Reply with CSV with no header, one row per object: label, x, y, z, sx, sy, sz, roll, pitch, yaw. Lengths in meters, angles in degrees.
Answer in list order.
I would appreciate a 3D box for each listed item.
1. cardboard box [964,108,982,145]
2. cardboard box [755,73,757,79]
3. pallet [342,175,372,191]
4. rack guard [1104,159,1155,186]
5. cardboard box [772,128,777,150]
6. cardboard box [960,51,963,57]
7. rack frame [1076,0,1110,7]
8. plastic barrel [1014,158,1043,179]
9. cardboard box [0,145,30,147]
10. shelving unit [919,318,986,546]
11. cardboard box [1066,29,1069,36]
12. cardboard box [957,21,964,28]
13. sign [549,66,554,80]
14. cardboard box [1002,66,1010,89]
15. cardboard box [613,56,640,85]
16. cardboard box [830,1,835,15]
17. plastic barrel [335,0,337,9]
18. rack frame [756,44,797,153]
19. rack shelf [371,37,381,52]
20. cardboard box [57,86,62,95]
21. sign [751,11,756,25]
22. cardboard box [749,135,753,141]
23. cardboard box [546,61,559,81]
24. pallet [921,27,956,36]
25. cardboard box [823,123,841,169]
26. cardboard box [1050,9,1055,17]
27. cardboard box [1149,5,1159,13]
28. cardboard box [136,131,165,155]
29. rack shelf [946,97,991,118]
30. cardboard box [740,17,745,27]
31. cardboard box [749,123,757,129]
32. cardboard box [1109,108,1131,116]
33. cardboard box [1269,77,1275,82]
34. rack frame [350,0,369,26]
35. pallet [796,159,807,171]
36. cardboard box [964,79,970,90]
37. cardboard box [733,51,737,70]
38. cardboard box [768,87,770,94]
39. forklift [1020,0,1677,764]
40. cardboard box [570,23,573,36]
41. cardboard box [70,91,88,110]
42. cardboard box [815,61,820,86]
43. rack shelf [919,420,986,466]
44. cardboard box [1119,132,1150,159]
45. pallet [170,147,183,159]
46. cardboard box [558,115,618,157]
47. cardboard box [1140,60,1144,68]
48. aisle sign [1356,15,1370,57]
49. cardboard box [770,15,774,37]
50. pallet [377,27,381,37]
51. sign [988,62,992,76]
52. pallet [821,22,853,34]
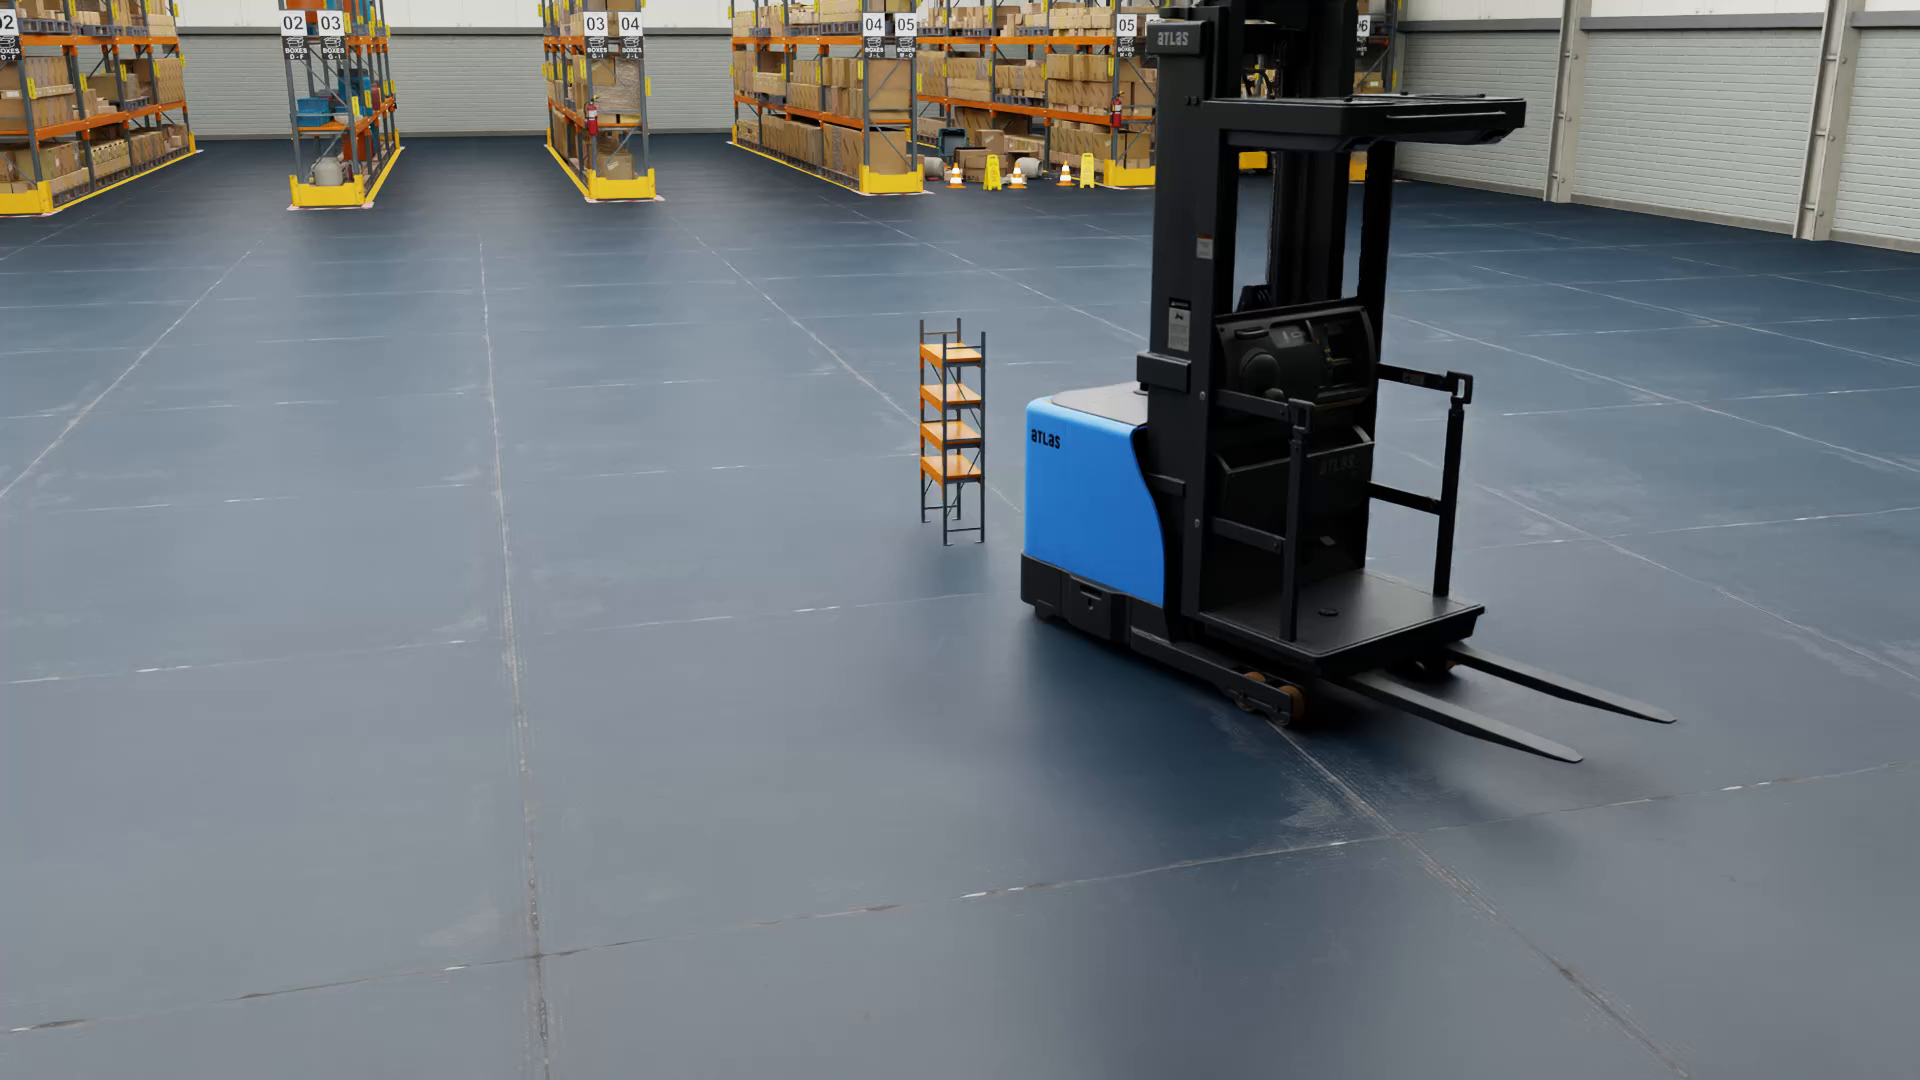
cardboard box,0.641,-10.494,42.136,0.875,0.875,0.875,-4,17,-14
cardboard box,-4.845,-11.449,41.026,0.380,0.149,0.250,-4,17,-14
pallet,-11.810,-6.812,31.763,1.003,0.211,1.213,-5,17,-15
rack guard,3.415,-7.229,32.650,1.175,0.500,0.348,-5,17,-15
cardboard box,-4.227,-9.653,39.989,0.500,0.500,0.500,-6,18,-18
cardboard box,0.215,-12.739,43.609,0.380,0.149,0.250,-4,17,-14
rack frame,3.810,-16.098,47.401,1.000,3.000,0.127,-5,17,-15
plastic barrel,1.412,-7.623,34.094,0.512,0.421,0.421,7,18,23
cardboard box,-16.477,-6.622,29.028,0.500,0.500,0.500,-5,17,-15
shelving unit,-0.045,-0.620,9.432,0.258,1.200,0.503,-5,17,-15
cardboard box,2.409,-10.513,34.461,0.380,0.149,0.250,-4,17,-14
cardboard box,0.149,-12.873,41.555,0.380,0.166,0.250,-6,18,-19
sign,-9.924,-11.349,40.379,0.100,0.325,0.005,-5,17,-15
cardboard box,1.288,-10.723,38.516,0.500,0.500,0.500,-4,17,-12
cardboard box,-5.982,-8.465,29.989,0.500,0.500,0.500,-5,17,-15
cardboard box,-2.251,-10.412,32.527,0.500,0.250,0.500,-5,17,-16
plastic barrel,-12.482,-10.318,32.501,0.600,0.901,0.600,0,17,0
rack frame,-4.594,-11.305,41.874,1.000,3.000,0.127,-5,17,-15
rack shelf,-13.603,-11.088,37.189,1.077,0.370,4.000,-5,17,-15
cardboard box,-16.159,-7.965,29.452,0.380,0.149,0.250,-5,17,-16
sign,-5.113,-12.944,41.219,0.100,0.325,0.005,-5,17,-15
cardboard box,-5.314,-10.509,43.449,0.380,0.149,0.250,-5,17,-15
cardboard box,-10.480,-12.185,43.243,0.500,0.500,0.500,-5,17,-17
pallet,-0.409,-13.683,44.729,1.003,0.211,1.213,-5,17,-15
cardboard box,-2.290,-8.097,34.155,0.875,0.875,0.875,-4,17,-14
cardboard box,2.109,-11.097,35.017,0.380,0.149,0.250,-5,17,-16
cardboard box,5.164,-13.875,43.509,0.396,0.266,0.258,-5,17,-15
cardboard box,-18.505,-9.059,37.975,0.500,0.500,0.500,-5,17,-16
rack shelf,0.687,-10.827,41.532,1.077,0.370,4.000,-5,17,-15
cardboard box,-5.410,-13.449,43.189,0.500,0.250,0.500,-5,18,-17
cardboard box,-5.285,-10.785,43.334,0.380,0.149,0.250,-6,18,-18
cardboard box,3.127,-8.372,32.544,0.380,0.149,0.250,-4,17,-13
cardboard box,7.015,-10.083,36.505,0.380,0.149,0.250,-4,17,-14
rack frame,-13.054,-12.316,34.812,1.000,3.000,0.127,-5,17,-15
pallet,-3.019,-8.303,36.725,1.003,0.211,1.213,-5,17,-15
cardboard box,0.412,-11.325,41.331,0.500,0.250,0.500,-5,17,-17
cardboard box,-5.825,-12.936,44.874,0.500,0.500,0.500,-5,17,-16
cardboard box,-4.350,-10.663,39.444,0.380,0.149,0.250,-5,18,-18
forklift,1.582,-0.793,6.998,1.130,2.935,3.031,-12,21,-35
cardboard box,-7.315,-9.948,32.403,0.500,0.250,0.500,-5,18,-17
cardboard box,-17.058,-8.353,31.874,0.500,0.500,0.500,-3,17,-11
cardboard box,-2.681,-9.898,35.278,0.700,0.500,0.500,-5,17,-16
rack shelf,-0.045,-0.556,9.451,0.258,0.148,0.480,-5,17,-15
cardboard box,3.473,-7.900,33.285,0.500,0.500,0.500,-5,18,-17
pallet,-19.443,-9.351,40.217,1.003,0.211,1.213,-5,17,-15
cardboard box,-8.461,-9.211,37.865,1.225,0.875,0.875,-6,18,-18
cardboard box,4.756,-12.981,45.892,0.500,0.500,0.500,-5,17,-17
aisle sign,7.943,-10.002,33.018,0.394,0.787,0.004,-5,17,-15
cardboard box,-4.179,-12.097,39.123,0.500,0.500,0.500,-5,17,-15
pallet,-13.529,-11.373,37.214,1.003,0.211,1.213,-5,17,-15
sign,0.704,-11.128,39.271,0.100,0.325,0.005,-5,17,-15
pallet,-2.180,-10.259,33.333,1.003,0.211,1.213,-5,17,-15
